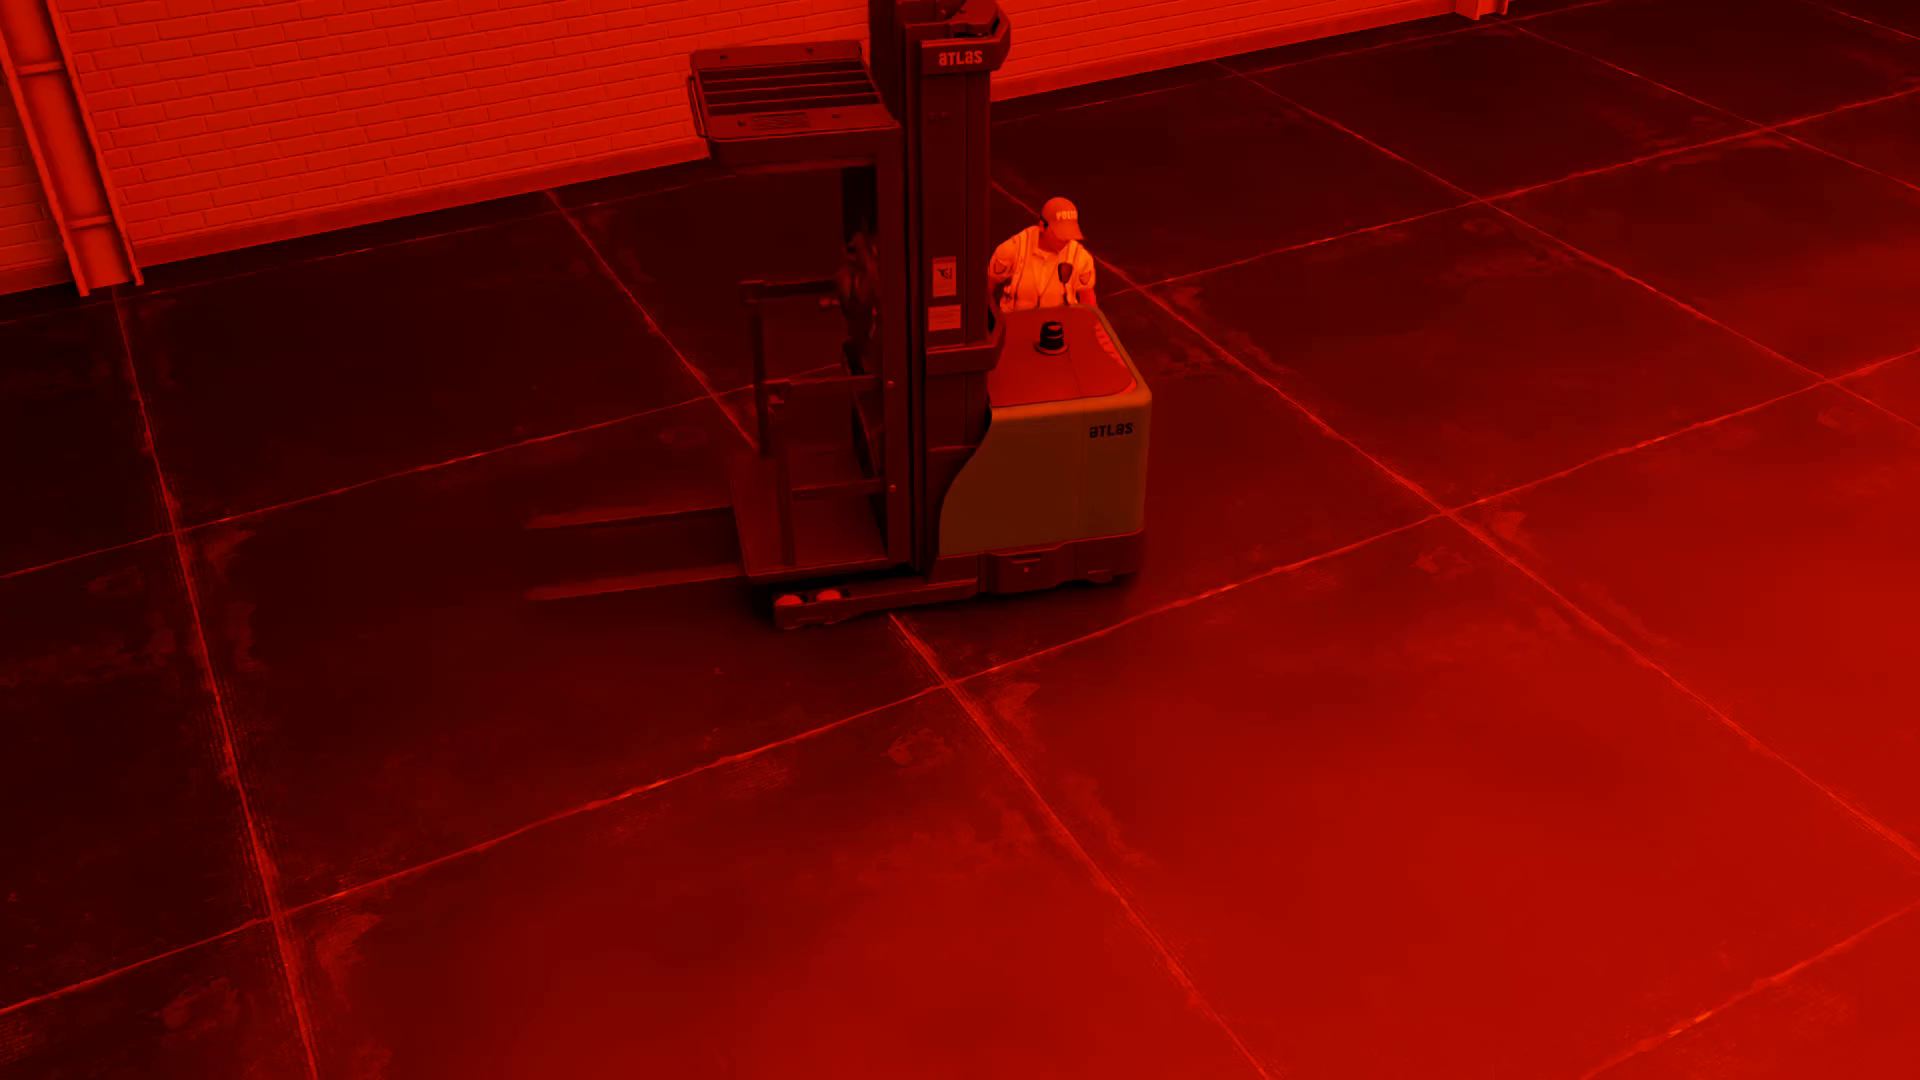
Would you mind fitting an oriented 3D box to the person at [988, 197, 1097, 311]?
[{"bbox_3d":[0.436,-1.079,8.815,0.836,1.630,0.482,4,35,5],"label":"person"}]

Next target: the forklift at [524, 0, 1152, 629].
[{"bbox_3d":[-0.651,-1.098,7.676,3.031,2.935,1.130,-7,36,-10],"label":"forklift"}]
